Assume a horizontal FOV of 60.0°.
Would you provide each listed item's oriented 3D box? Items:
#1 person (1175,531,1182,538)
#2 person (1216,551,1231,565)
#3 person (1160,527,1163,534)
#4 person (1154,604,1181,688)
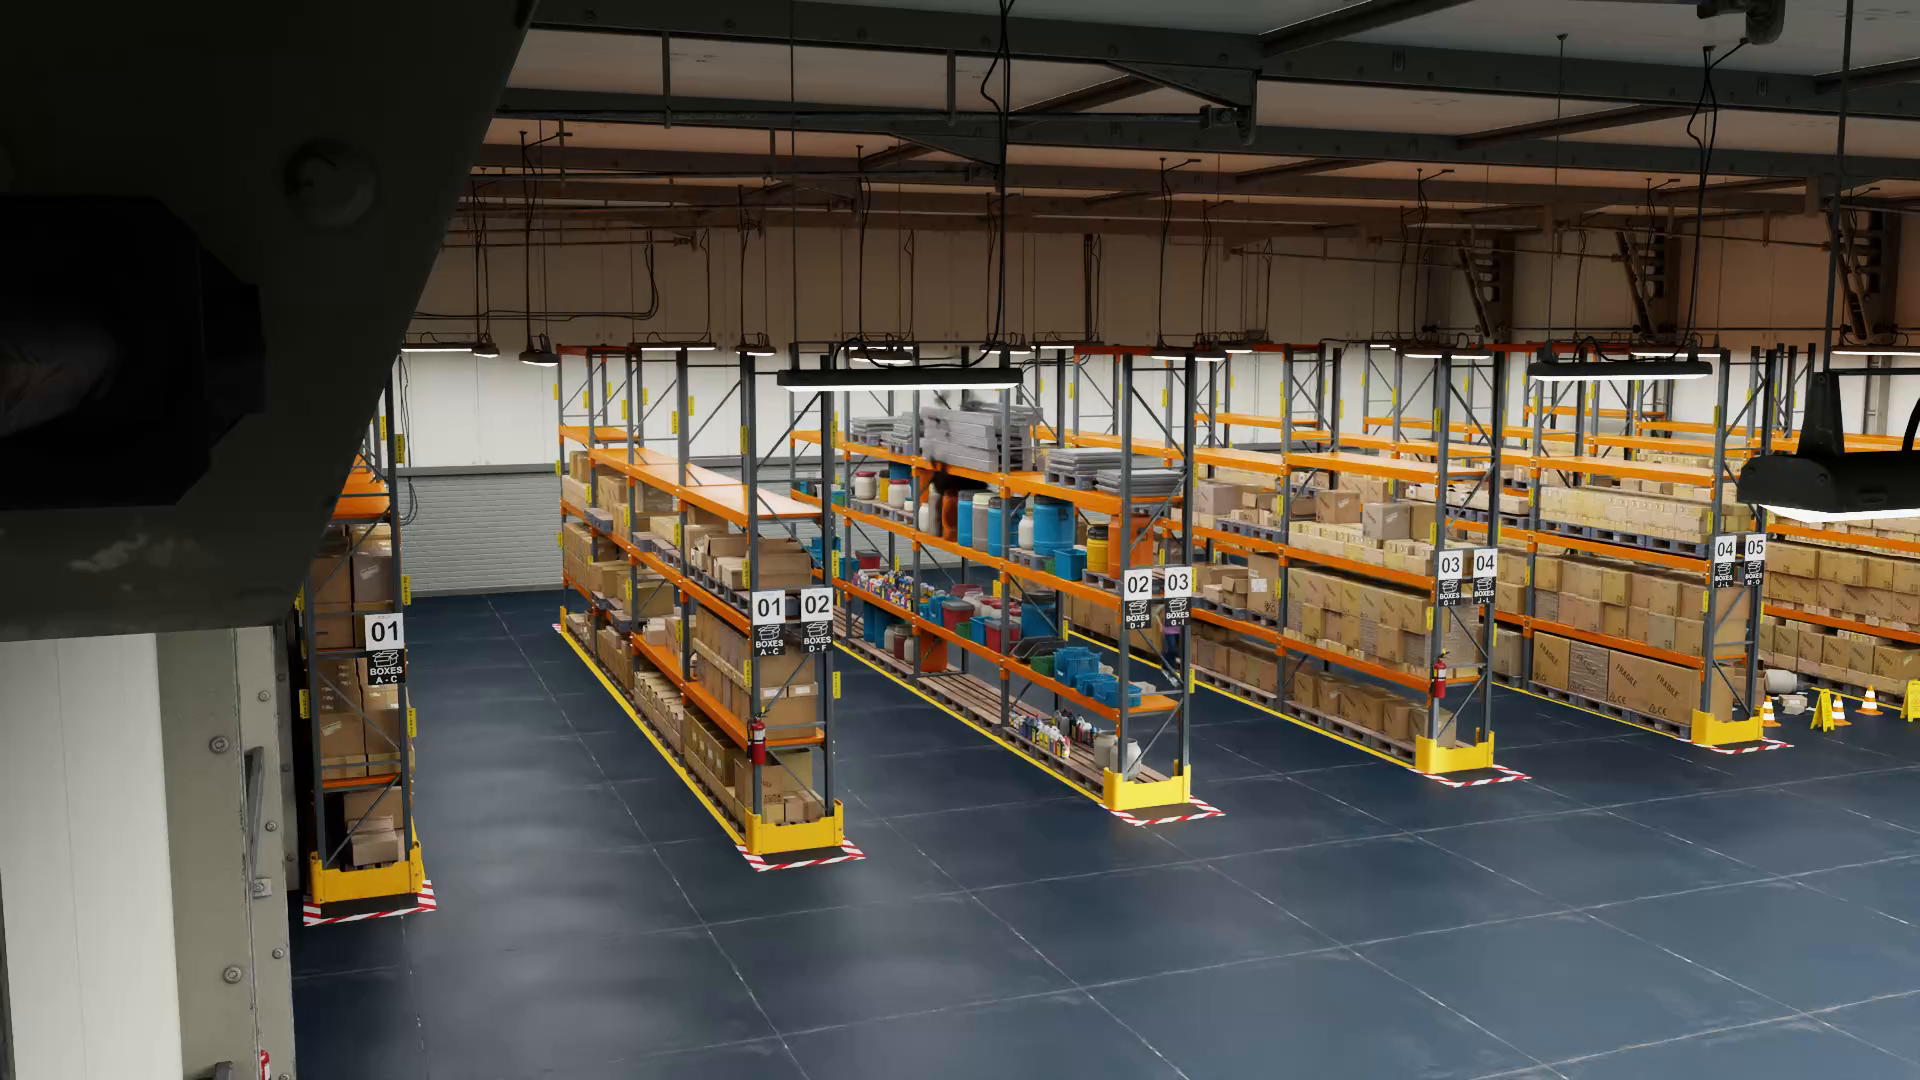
[{"bbox_3d":[5.658,0.189,41.664,0.640,1.766,0.662,1,7,7],"label":"person"},{"bbox_3d":[6.644,0.145,41.922,0.764,1.820,0.691,-2,8,-17],"label":"person"},{"bbox_3d":[4.959,0.385,40.799,0.618,1.556,0.498,6,10,41],"label":"person"},{"bbox_3d":[3.654,1.653,28.446,0.503,1.685,0.684,-5,9,-34],"label":"person"}]
